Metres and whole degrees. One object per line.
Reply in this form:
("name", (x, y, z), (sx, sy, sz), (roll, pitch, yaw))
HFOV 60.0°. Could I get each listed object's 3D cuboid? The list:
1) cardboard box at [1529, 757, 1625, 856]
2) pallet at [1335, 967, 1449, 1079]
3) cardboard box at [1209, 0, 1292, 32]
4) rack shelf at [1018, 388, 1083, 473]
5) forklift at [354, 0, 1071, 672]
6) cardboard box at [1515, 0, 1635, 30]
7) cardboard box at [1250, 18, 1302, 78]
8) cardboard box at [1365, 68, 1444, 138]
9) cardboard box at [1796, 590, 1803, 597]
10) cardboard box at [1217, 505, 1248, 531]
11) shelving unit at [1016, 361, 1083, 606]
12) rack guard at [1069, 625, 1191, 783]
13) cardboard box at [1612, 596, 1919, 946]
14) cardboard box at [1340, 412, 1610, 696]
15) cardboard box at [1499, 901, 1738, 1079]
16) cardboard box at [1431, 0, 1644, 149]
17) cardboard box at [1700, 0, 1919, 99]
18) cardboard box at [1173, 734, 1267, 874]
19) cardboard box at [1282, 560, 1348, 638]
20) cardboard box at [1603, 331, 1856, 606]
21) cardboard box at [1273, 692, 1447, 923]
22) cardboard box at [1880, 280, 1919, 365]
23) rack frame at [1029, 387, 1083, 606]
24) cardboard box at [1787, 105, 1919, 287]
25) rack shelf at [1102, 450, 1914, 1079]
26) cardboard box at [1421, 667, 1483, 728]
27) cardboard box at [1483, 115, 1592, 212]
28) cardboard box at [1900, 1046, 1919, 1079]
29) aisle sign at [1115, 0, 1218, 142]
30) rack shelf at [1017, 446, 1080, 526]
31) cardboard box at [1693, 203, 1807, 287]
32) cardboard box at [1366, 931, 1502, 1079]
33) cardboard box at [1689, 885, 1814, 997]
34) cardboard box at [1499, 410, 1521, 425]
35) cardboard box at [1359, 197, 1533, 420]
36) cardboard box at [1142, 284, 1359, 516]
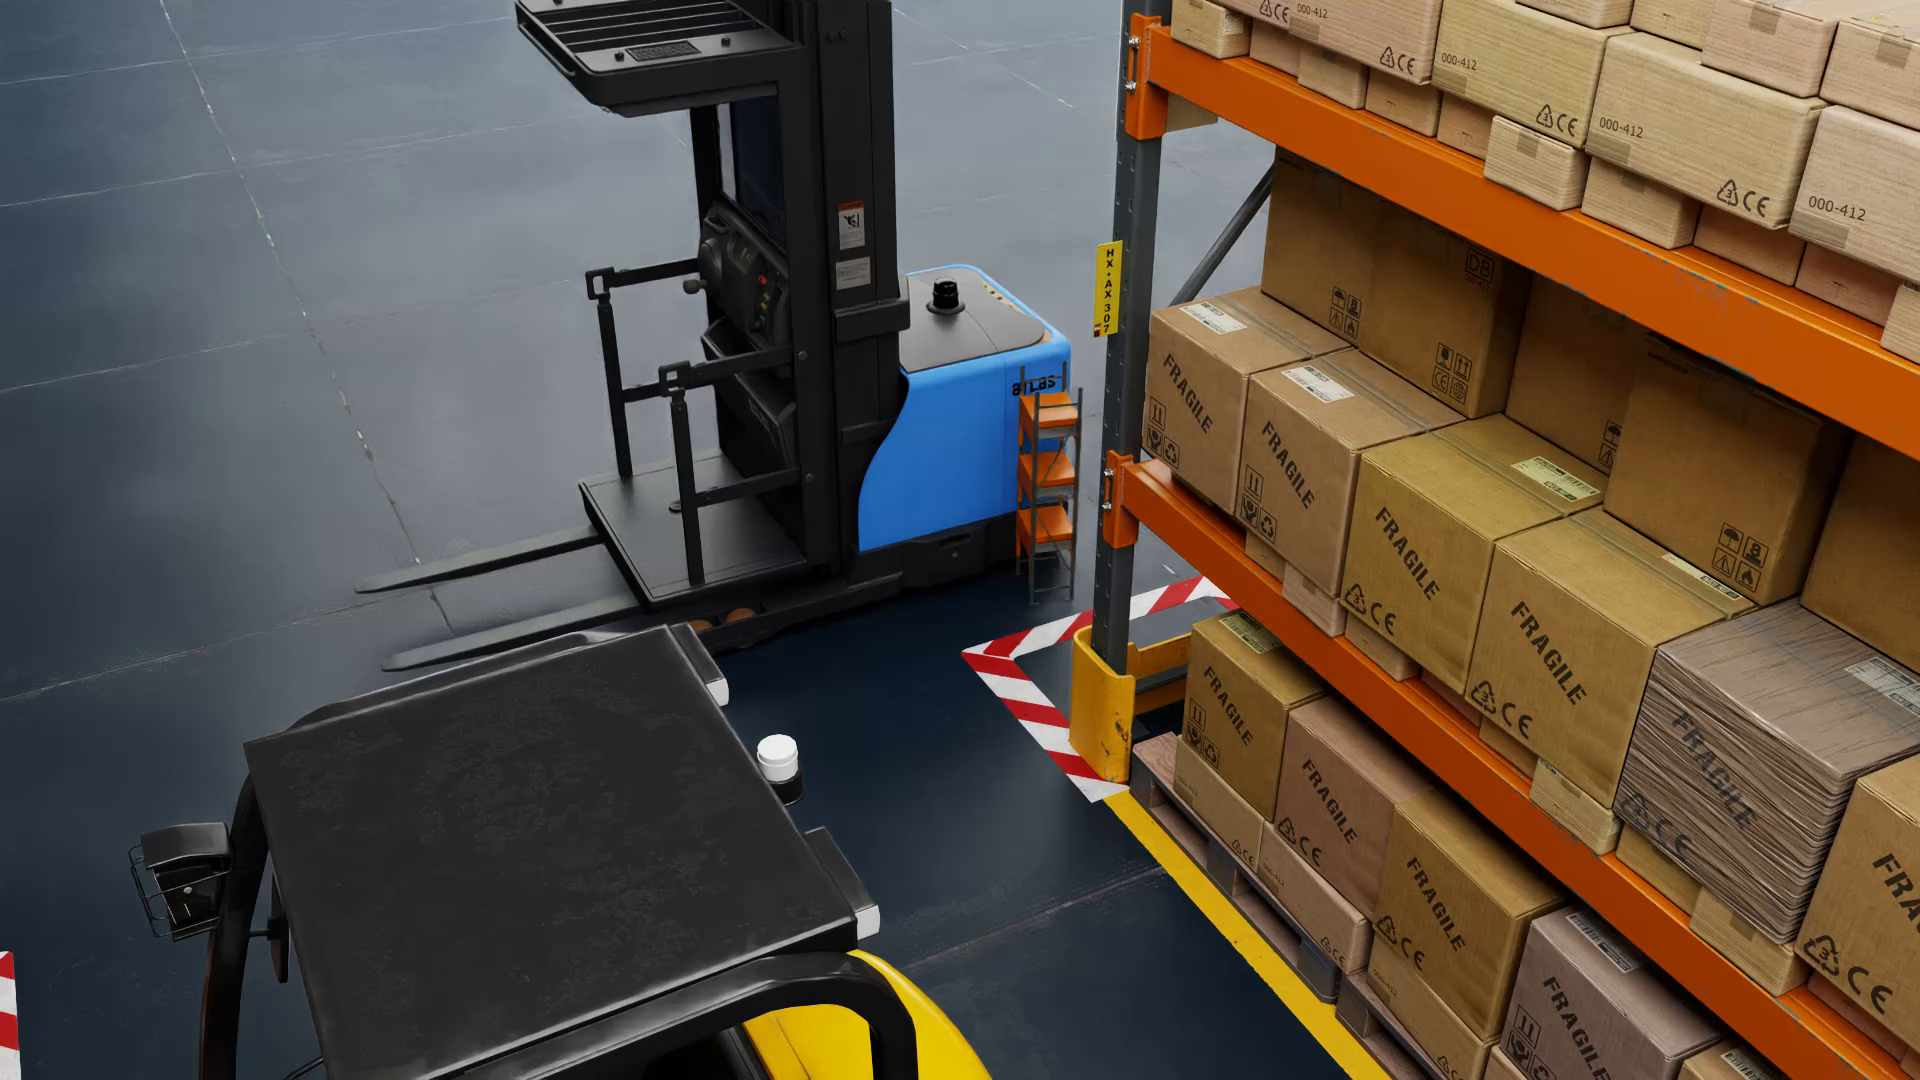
("cardboard box", (1.691, 0.618, 4.238), (0.380, 0.149, 0.250), (-16, 36, -23))
("pallet", (1.914, 1.596, 5.064), (1.003, 0.211, 1.213), (-16, 36, -23))
("cardboard box", (0.965, -1.611, 4.567), (0.500, 0.250, 0.500), (-17, 36, -24))
("rack shelf", (0.377, -0.461, 6.990), (0.215, 0.259, 0.240), (-7, 33, -10))
("forklift", (-1.061, -1.057, 6.683), (3.031, 2.935, 1.130), (-15, 36, -22))
("cardboard box", (1.446, -1.236, 3.612), (0.380, 0.149, 0.250), (-15, 36, -22))
("cardboard box", (1.036, -1.407, 4.618), (0.380, 0.149, 0.250), (-17, 36, -25))
("cardboard box", (1.266, -1.160, 4.233), (0.380, 0.149, 0.250), (-16, 36, -23))
("cardboard box", (2.143, 0.156, 4.358), (0.500, 0.500, 0.500), (-15, 36, -23))
("cardboard box", (1.072, -0.156, 5.446), (0.380, 0.149, 0.250), (-15, 36, -22))
("shelving unit", (0.377, -0.231, 7.138), (0.215, 1.050, 0.252), (-7, 33, -10))
("rack guard", (1.002, 0.496, 6.512), (1.175, 0.500, 0.348), (-16, 36, -23))
("cardboard box", (1.912, 0.509, 3.807), (0.500, 0.500, 0.500), (-15, 36, -22))
("cardboard box", (1.425, 0.025, 4.562), (0.500, 0.500, 0.500), (-17, 36, -24))
("cardboard box", (1.841, 1.281, 4.435), (0.500, 0.500, 0.500), (-14, 35, -21))
("cardboard box", (1.454, -1.128, 3.812), (0.500, 0.250, 0.500), (-15, 35, -22))
("cardboard box", (1.683, -0.989, 3.227), (0.380, 0.149, 0.250), (-15, 36, -22))
("cardboard box", (1.098, 0.843, 5.814), (0.500, 0.250, 0.500), (-16, 36, -23))
("cardboard box", (1.202, 0.124, 5.009), (0.380, 0.149, 0.250), (-15, 36, -22))
("cardboard box", (2.066, -0.258, 4.077), (0.700, 0.500, 0.500), (-16, 36, -23))
("cardboard box", (1.357, 0.786, 5.206), (0.500, 0.500, 0.500), (-17, 36, -25))
("cardboard box", (1.947, -0.410, 3.061), (0.380, 0.149, 0.250), (-15, 36, -22))
("rack frame", (0.403, -0.167, 7.037), (0.200, 1.050, 0.008), (-7, 33, -10))
("cardboard box", (1.926, -0.640, 3.051), (0.500, 0.250, 0.500), (-16, 36, -24))
("rack shelf", (1.899, 0.665, 4.599), (1.077, 0.370, 4.000), (-16, 36, -23))
("cardboard box", (1.528, 0.350, 4.656), (0.380, 0.149, 0.250), (-15, 35, -22))
("cardboard box", (1.440, -0.894, 3.818), (0.380, 0.149, 0.250), (-15, 36, -23))
("cardboard box", (2.237, 1.084, 3.511), (0.380, 0.149, 0.250), (-16, 36, -23))
("aisle sign", (0.663, -1.639, 5.118), (0.394, 0.787, 0.004), (-16, 36, -23))
("rack shelf", (0.377, -0.222, 7.144), (0.215, 0.259, 0.240), (-7, 33, -10))
("cardboard box", (1.778, -0.677, 3.478), (0.380, 0.149, 0.250), (-16, 36, -24))
("cardboard box", (1.595, 1.345, 5.029), (0.500, 0.250, 0.500), (-13, 35, -20))
("cardboard box", (1.935, 0.861, 3.858), (0.380, 0.149, 0.250), (-16, 36, -24))
("cardboard box", (1.693, -0.330, 5.117), (0.500, 0.500, 0.500), (-16, 36, -23))
("cardboard box", (1.627, -0.749, 4.843), (0.700, 0.500, 0.500), (-16, 36, -23))
("cardboard box", (0.942, -0.464, 5.326), (0.500, 0.500, 0.500), (-16, 36, -24))
